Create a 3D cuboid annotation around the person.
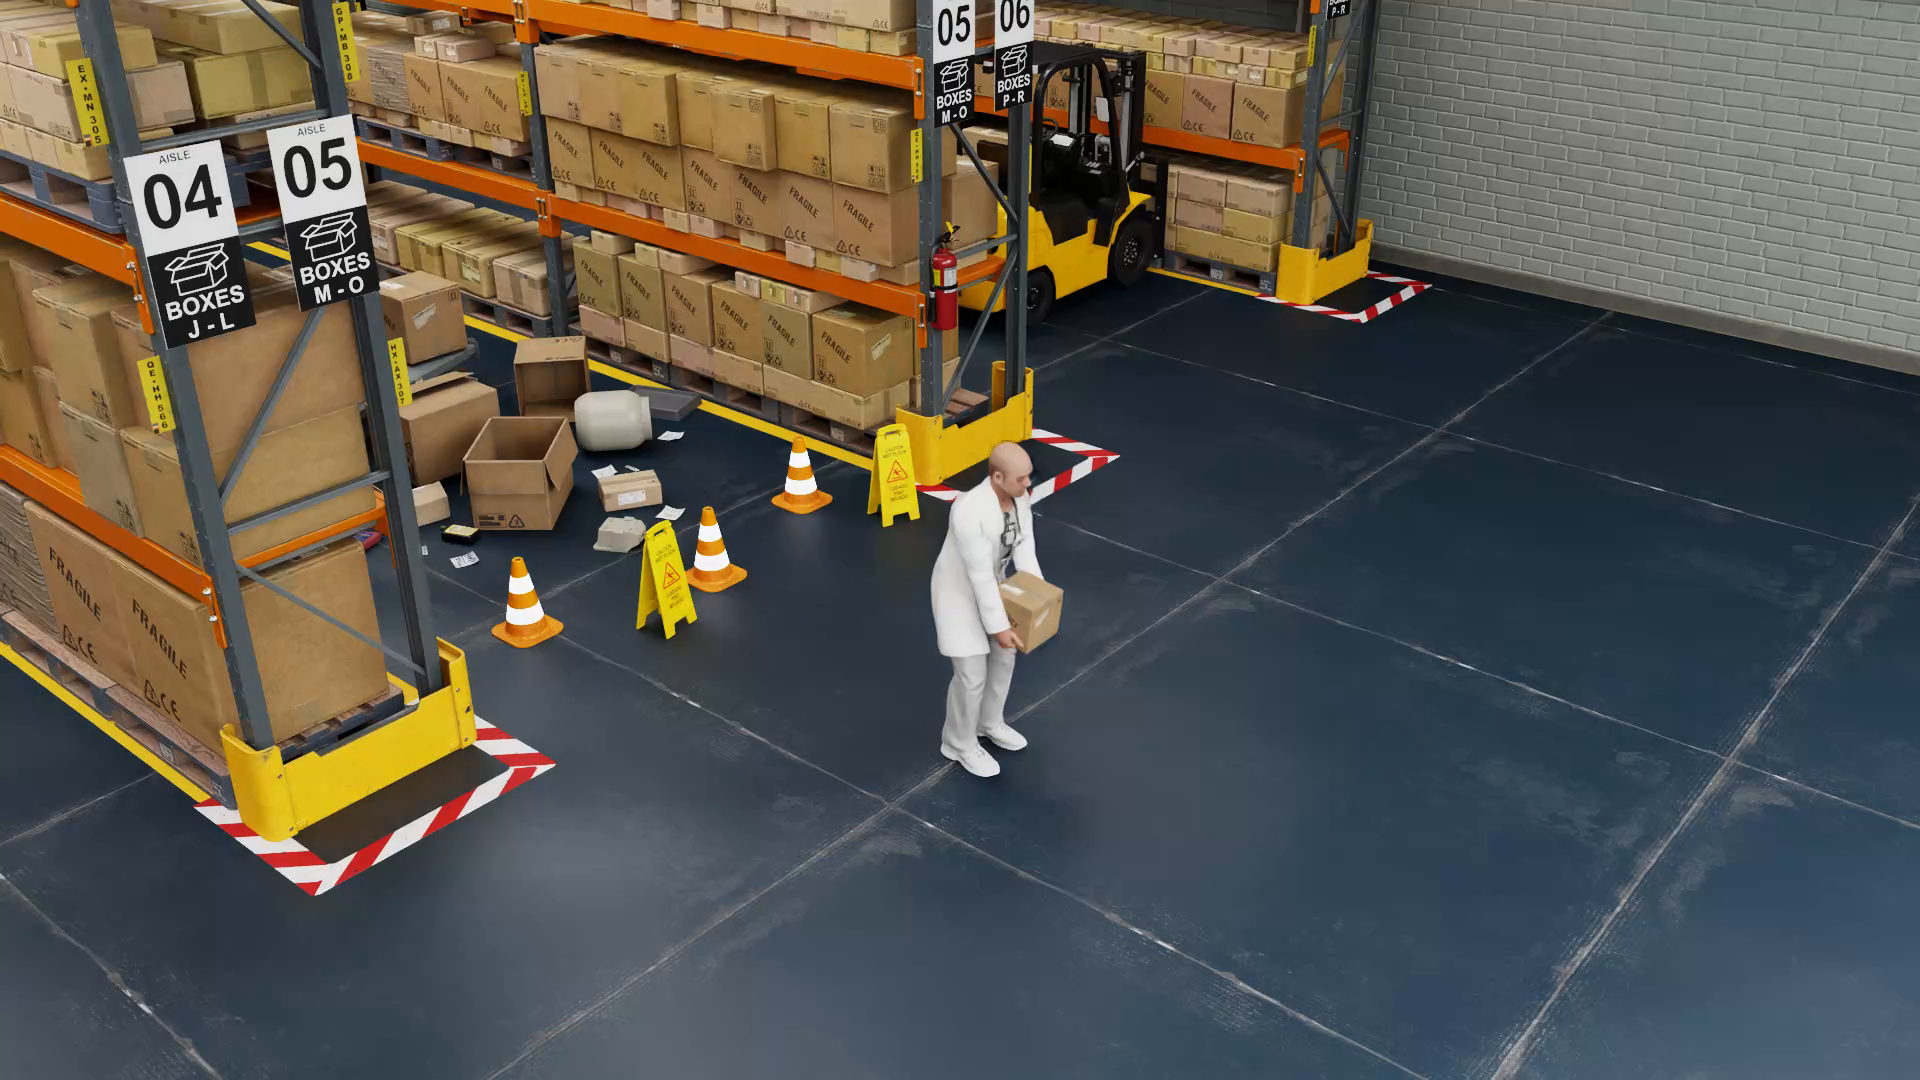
[{"bbox_3d":[0.151,0.399,8.091,0.600,1.566,0.534,20,33,34],"label":"person"}]
